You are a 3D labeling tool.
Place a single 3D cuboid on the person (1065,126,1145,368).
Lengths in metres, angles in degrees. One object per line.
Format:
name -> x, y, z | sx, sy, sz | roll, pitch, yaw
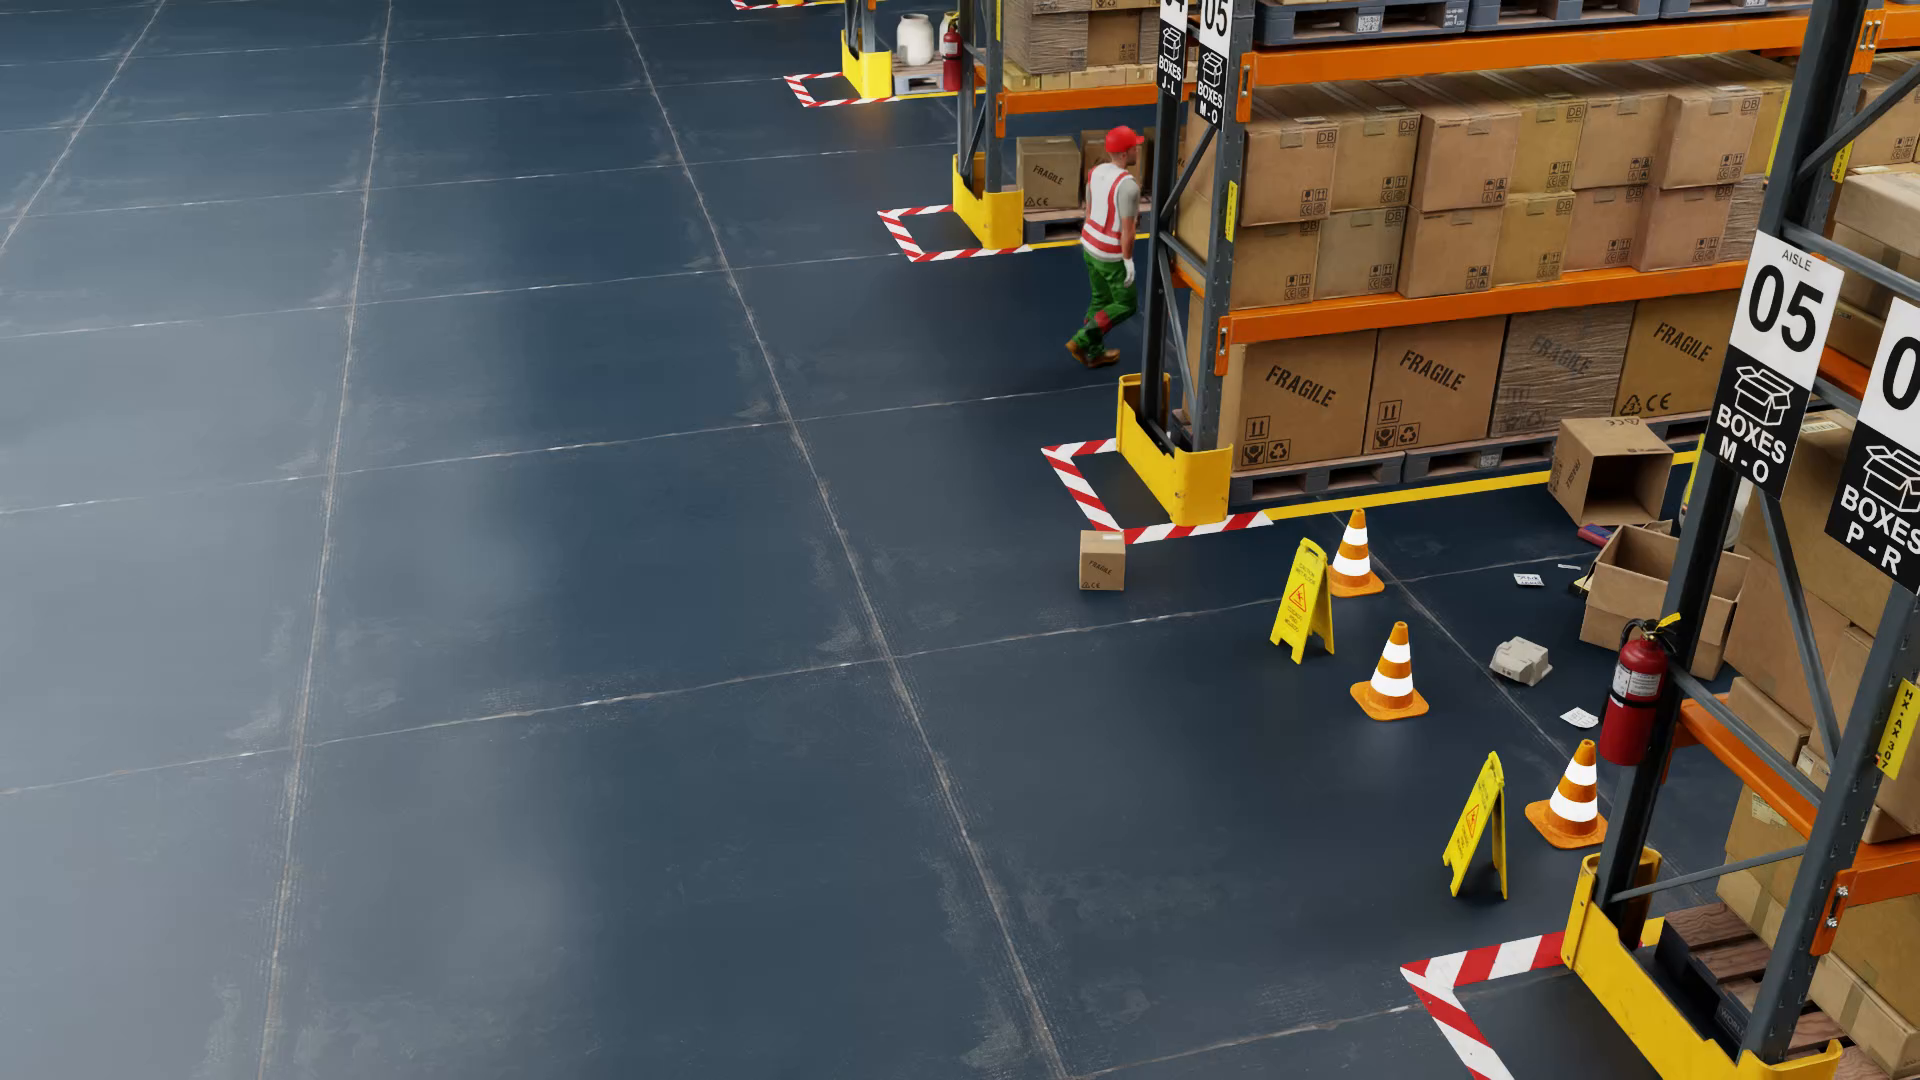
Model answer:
person -> 1.003, -2.003, 11.674 | 0.567, 1.777, 0.578 | -14, 33, -23
